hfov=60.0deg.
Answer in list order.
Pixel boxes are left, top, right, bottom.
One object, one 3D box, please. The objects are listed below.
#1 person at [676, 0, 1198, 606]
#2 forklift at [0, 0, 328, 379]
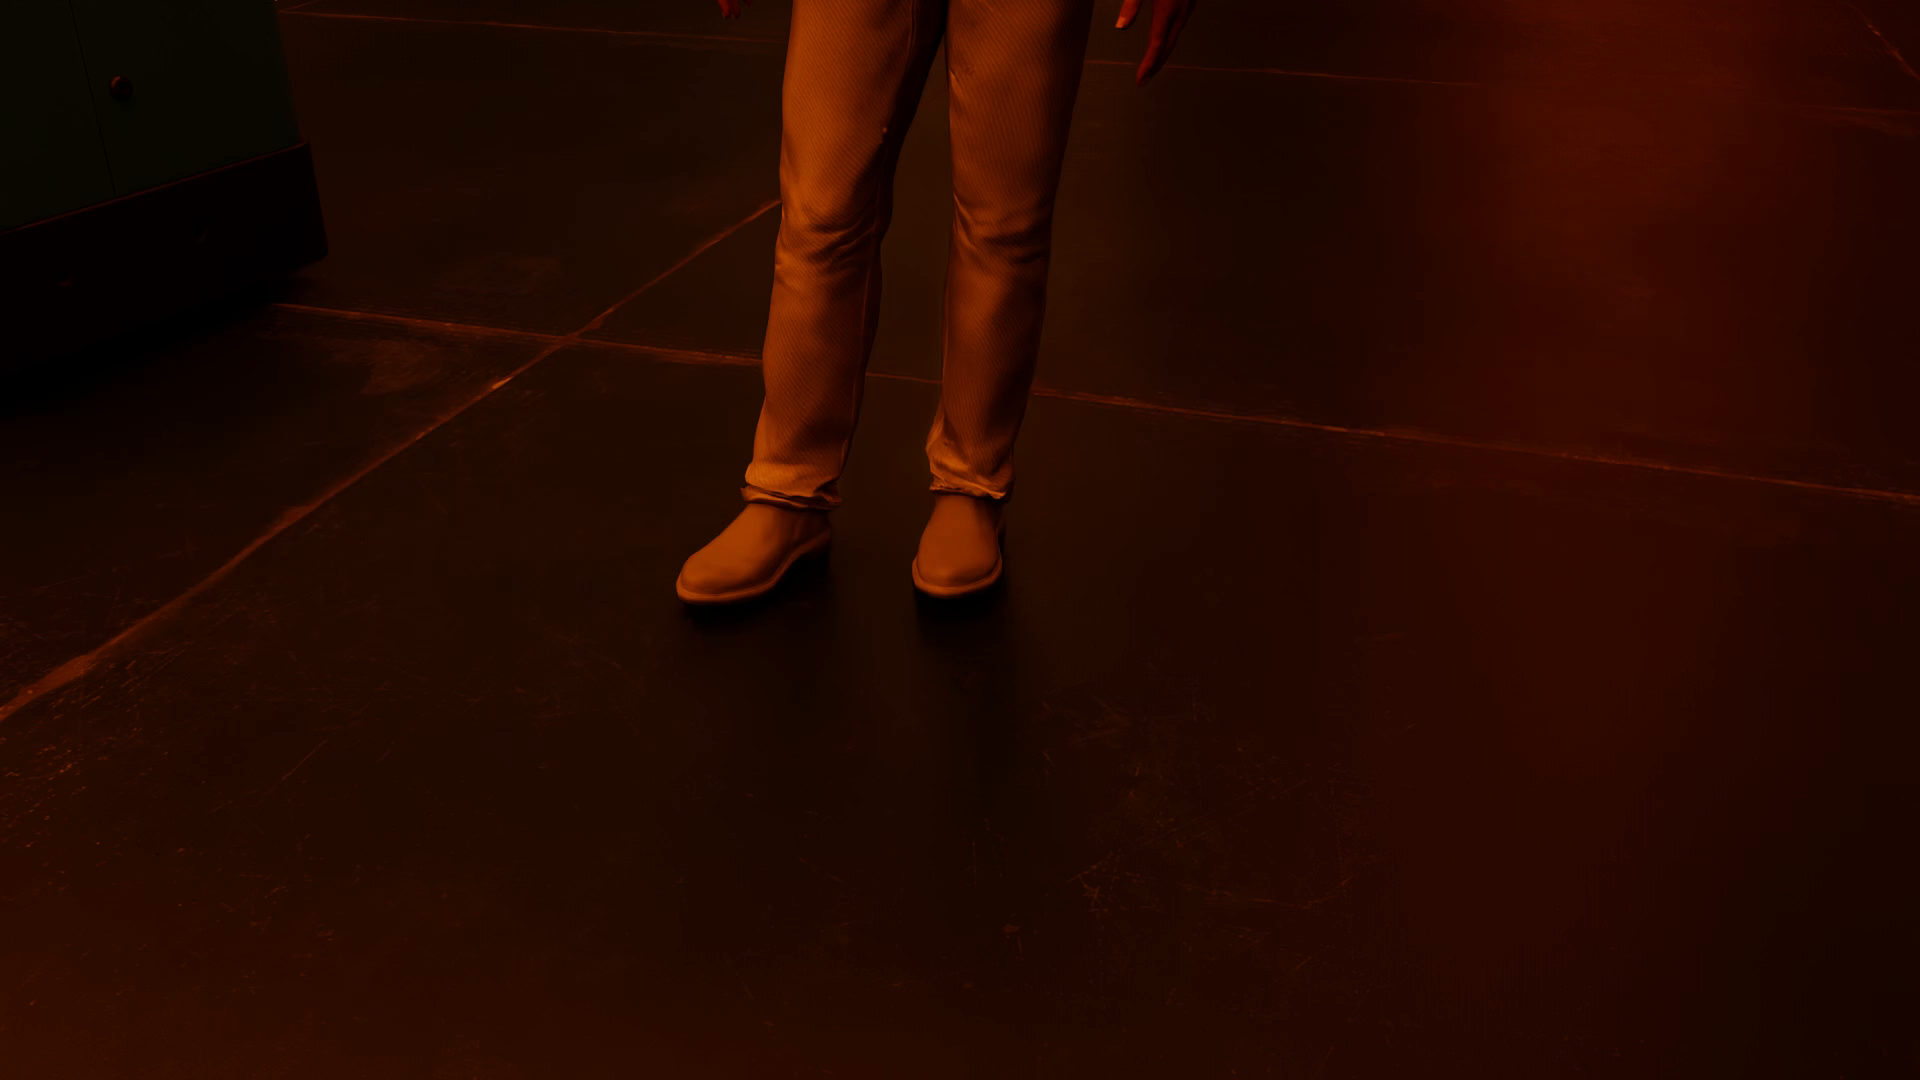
[{"bbox_3d":[-0.027,-0.764,2.038,0.665,1.765,0.577,8,28,16],"label":"person"},{"bbox_3d":[-2.900,-1.943,3.084,3.031,2.935,1.130,12,29,22],"label":"forklift"}]
